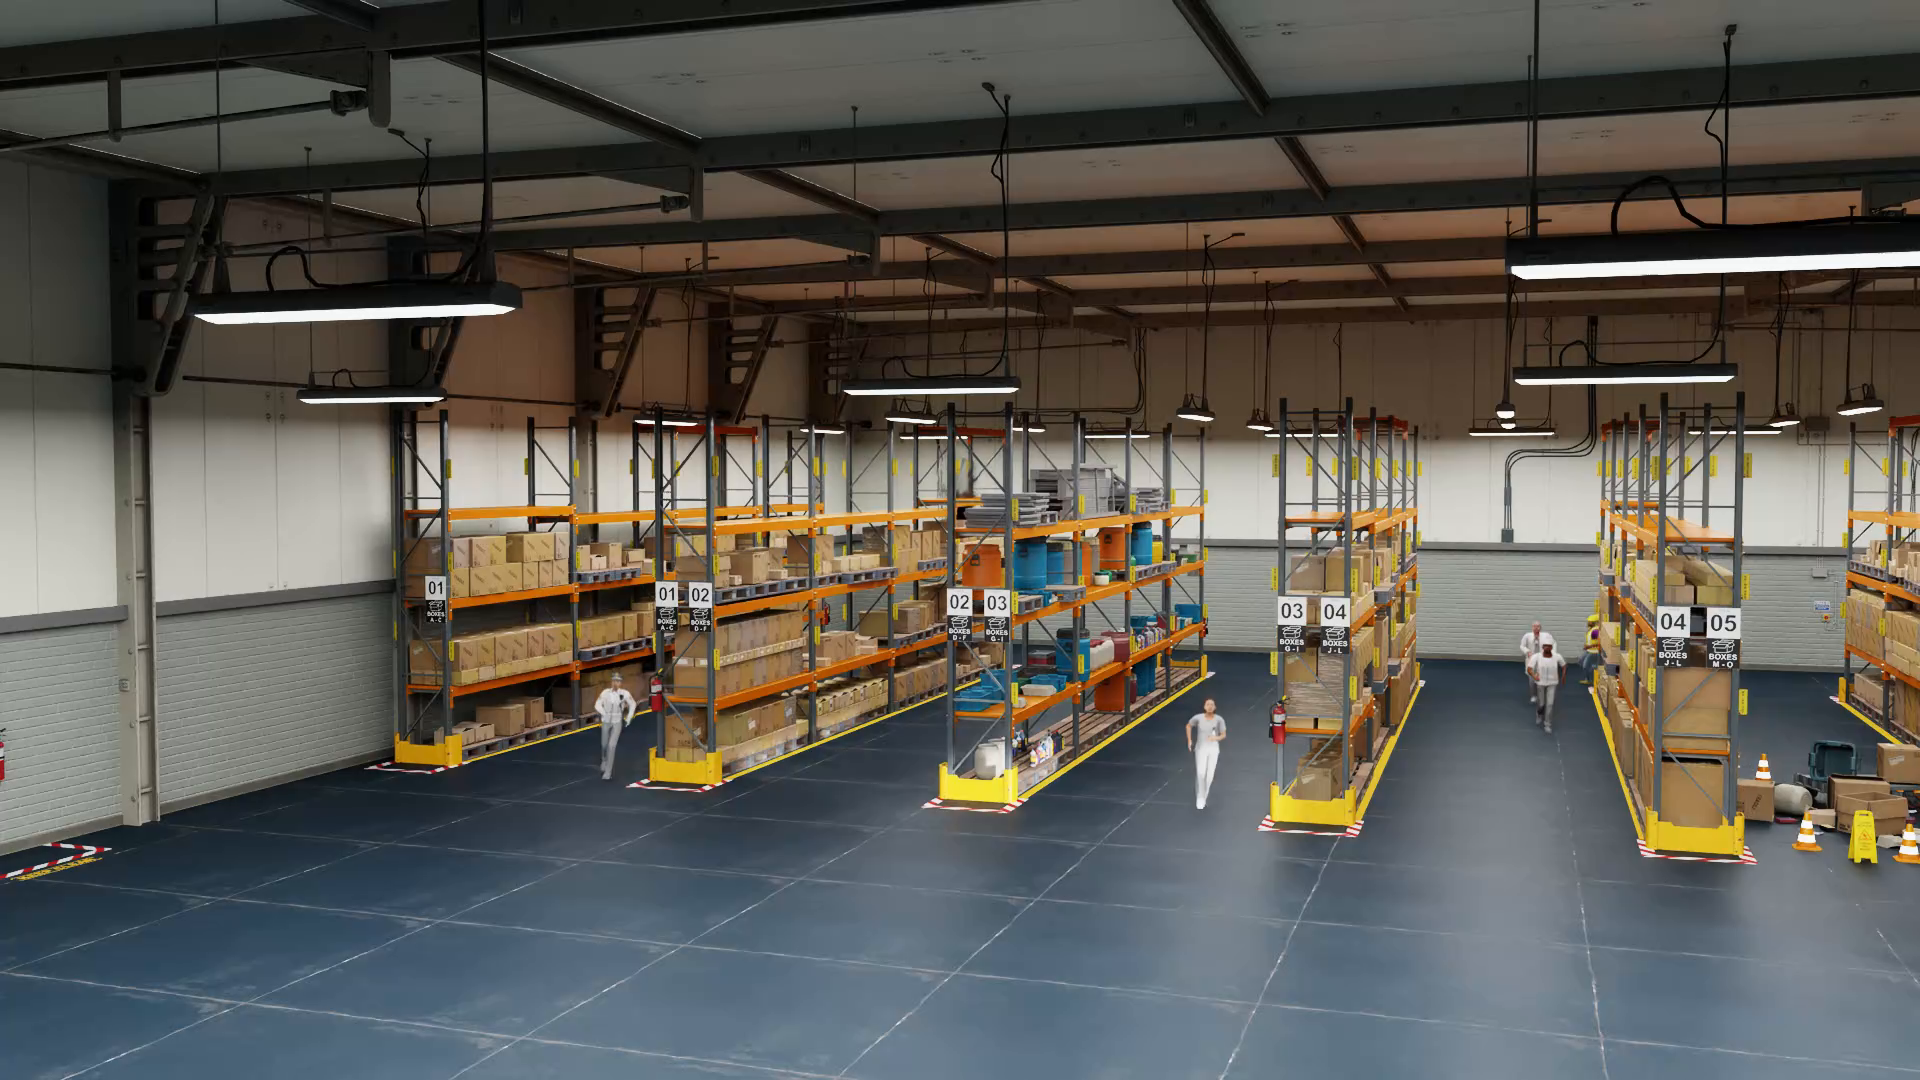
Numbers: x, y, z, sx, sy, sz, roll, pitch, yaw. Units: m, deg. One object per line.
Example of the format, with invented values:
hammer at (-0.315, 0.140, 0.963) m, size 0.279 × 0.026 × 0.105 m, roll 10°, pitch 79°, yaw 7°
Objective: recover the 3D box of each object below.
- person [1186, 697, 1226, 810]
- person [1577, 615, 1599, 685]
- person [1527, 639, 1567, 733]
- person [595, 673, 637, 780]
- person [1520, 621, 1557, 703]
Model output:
person at (3.630, 3.128, 24.438) m, size 0.554 × 1.648 × 0.628 m, roll 0°, pitch 2°, yaw 0°
person at (14.555, 2.533, 38.309) m, size 0.538 × 1.656 × 0.809 m, roll 0°, pitch 2°, yaw 6°
person at (11.239, 2.765, 31.843) m, size 0.726 × 1.764 × 0.799 m, roll 1°, pitch 3°, yaw 16°
person at (-5.610, 2.984, 27.014) m, size 0.655 × 1.684 × 0.861 m, roll 0°, pitch 2°, yaw 0°
person at (12.253, 2.667, 35.285) m, size 0.726 × 1.715 × 0.745 m, roll 1°, pitch 3°, yaw 23°
